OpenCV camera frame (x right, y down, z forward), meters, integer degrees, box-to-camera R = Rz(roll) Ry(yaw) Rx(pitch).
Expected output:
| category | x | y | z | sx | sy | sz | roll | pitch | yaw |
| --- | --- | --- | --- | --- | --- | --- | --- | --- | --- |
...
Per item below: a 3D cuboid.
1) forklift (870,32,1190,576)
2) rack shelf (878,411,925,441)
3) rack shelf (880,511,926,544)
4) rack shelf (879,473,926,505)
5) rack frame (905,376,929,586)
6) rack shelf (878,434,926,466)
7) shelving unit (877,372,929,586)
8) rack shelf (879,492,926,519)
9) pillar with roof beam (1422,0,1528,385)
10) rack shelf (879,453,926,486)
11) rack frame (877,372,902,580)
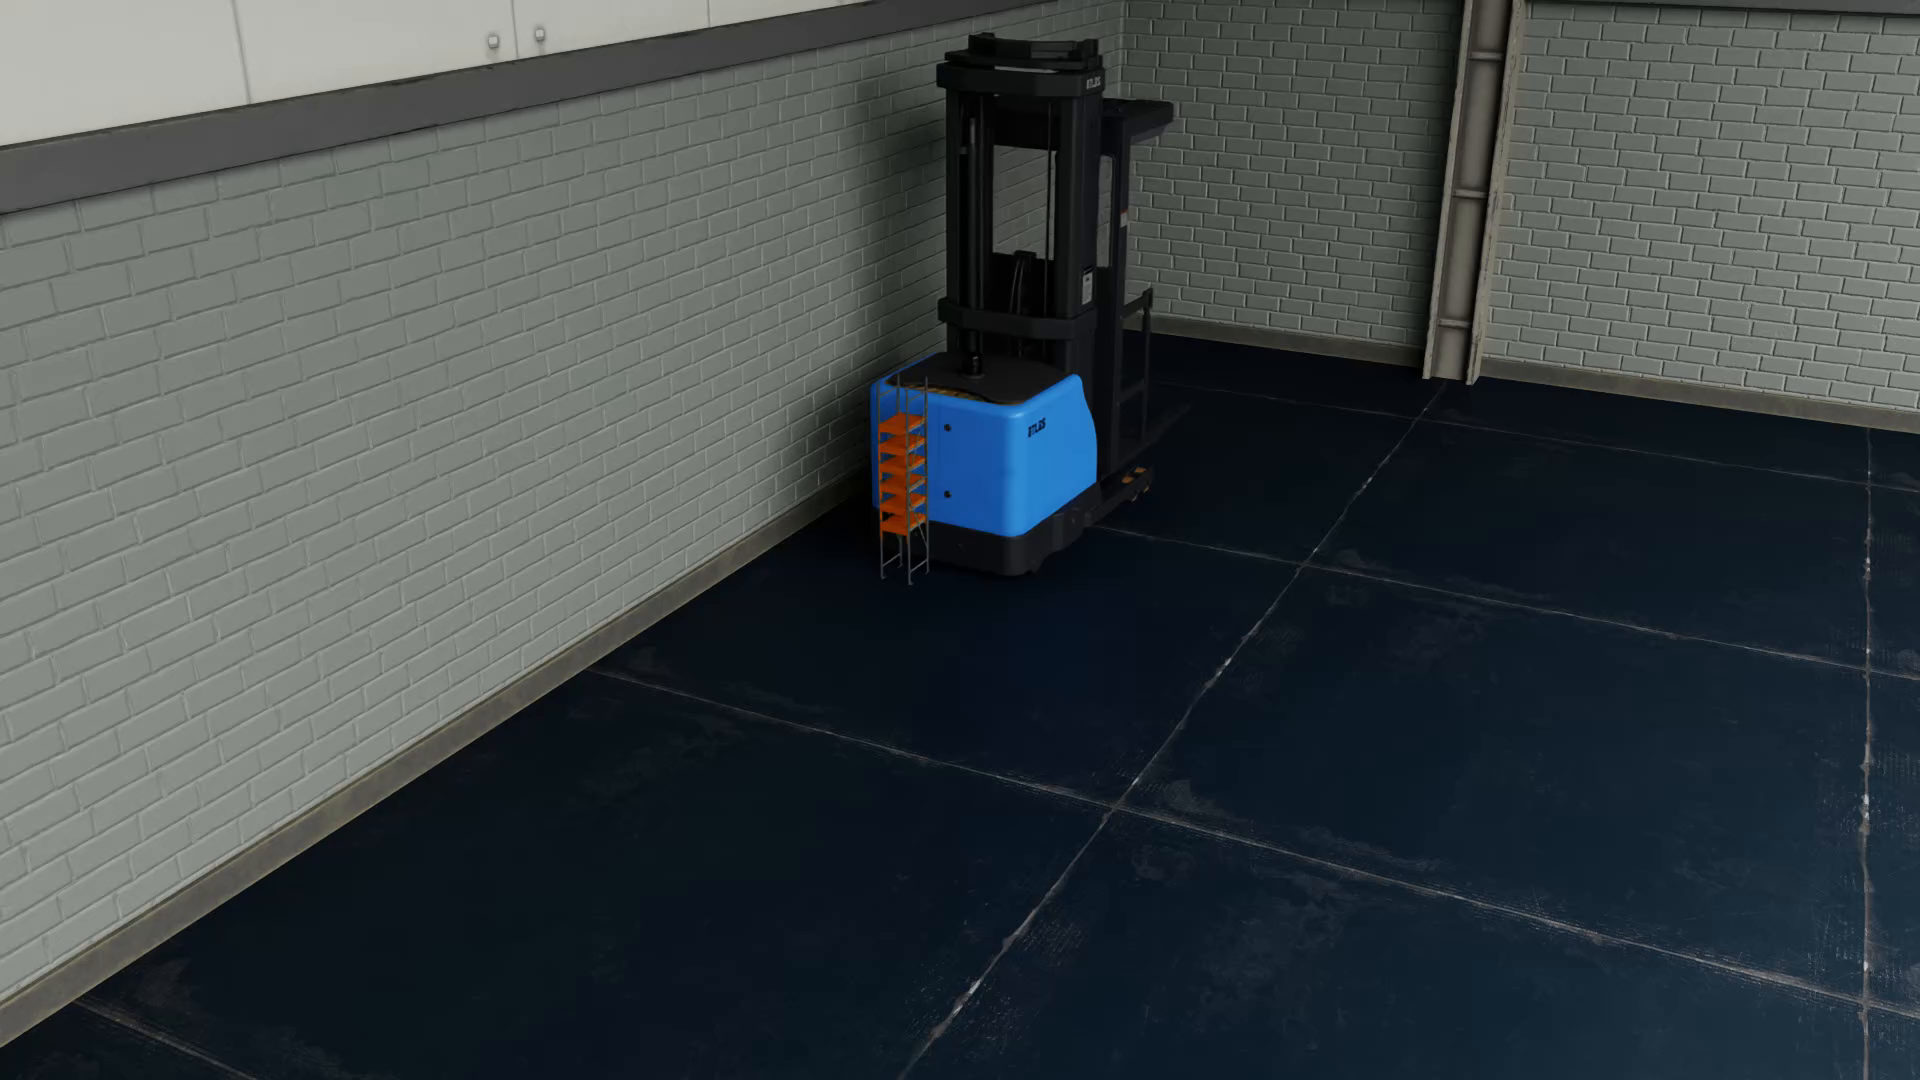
| category | x | y | z | sx | sy | sz | roll | pitch | yaw |
| --- | --- | --- | --- | --- | --- | --- | --- | --- | --- |
| forklift | 0.624 | -1.676 | 10.445 | 1.130 | 2.935 | 3.031 | 13 | 26 | 27 |
| rack shelf | -0.322 | -0.633 | 9.399 | 0.180 | 0.103 | 0.258 | 12 | 26 | 26 |
| rack shelf | -0.322 | -0.081 | 9.634 | 0.180 | 0.103 | 0.258 | 12 | 26 | 26 |
| rack shelf | -0.322 | -0.302 | 9.540 | 0.180 | 0.103 | 0.258 | 12 | 26 | 26 |
| rack frame | -0.241 | -0.326 | 9.483 | 0.006 | 1.200 | 0.240 | 12 | 26 | 26 |
| rack shelf | -0.322 | -0.523 | 9.446 | 0.180 | 0.103 | 0.258 | 12 | 26 | 26 |
| shelving unit | -0.322 | -0.343 | 9.523 | 0.189 | 1.200 | 0.258 | 12 | 26 | 26 |
| rack shelf | -0.322 | -0.191 | 9.587 | 0.180 | 0.103 | 0.258 | 12 | 26 | 26 |
| pillar with roof beam | 1.994 | -3.950 | 8.039 | 0.400 | 9.000 | 9.100 | 11 | 25 | 25 |
| rack shelf | -0.322 | -0.412 | 9.493 | 0.180 | 0.103 | 0.258 | 12 | 26 | 26 |
| rack frame | -0.403 | -0.360 | 9.563 | 0.006 | 1.200 | 0.240 | 12 | 26 | 26 |
